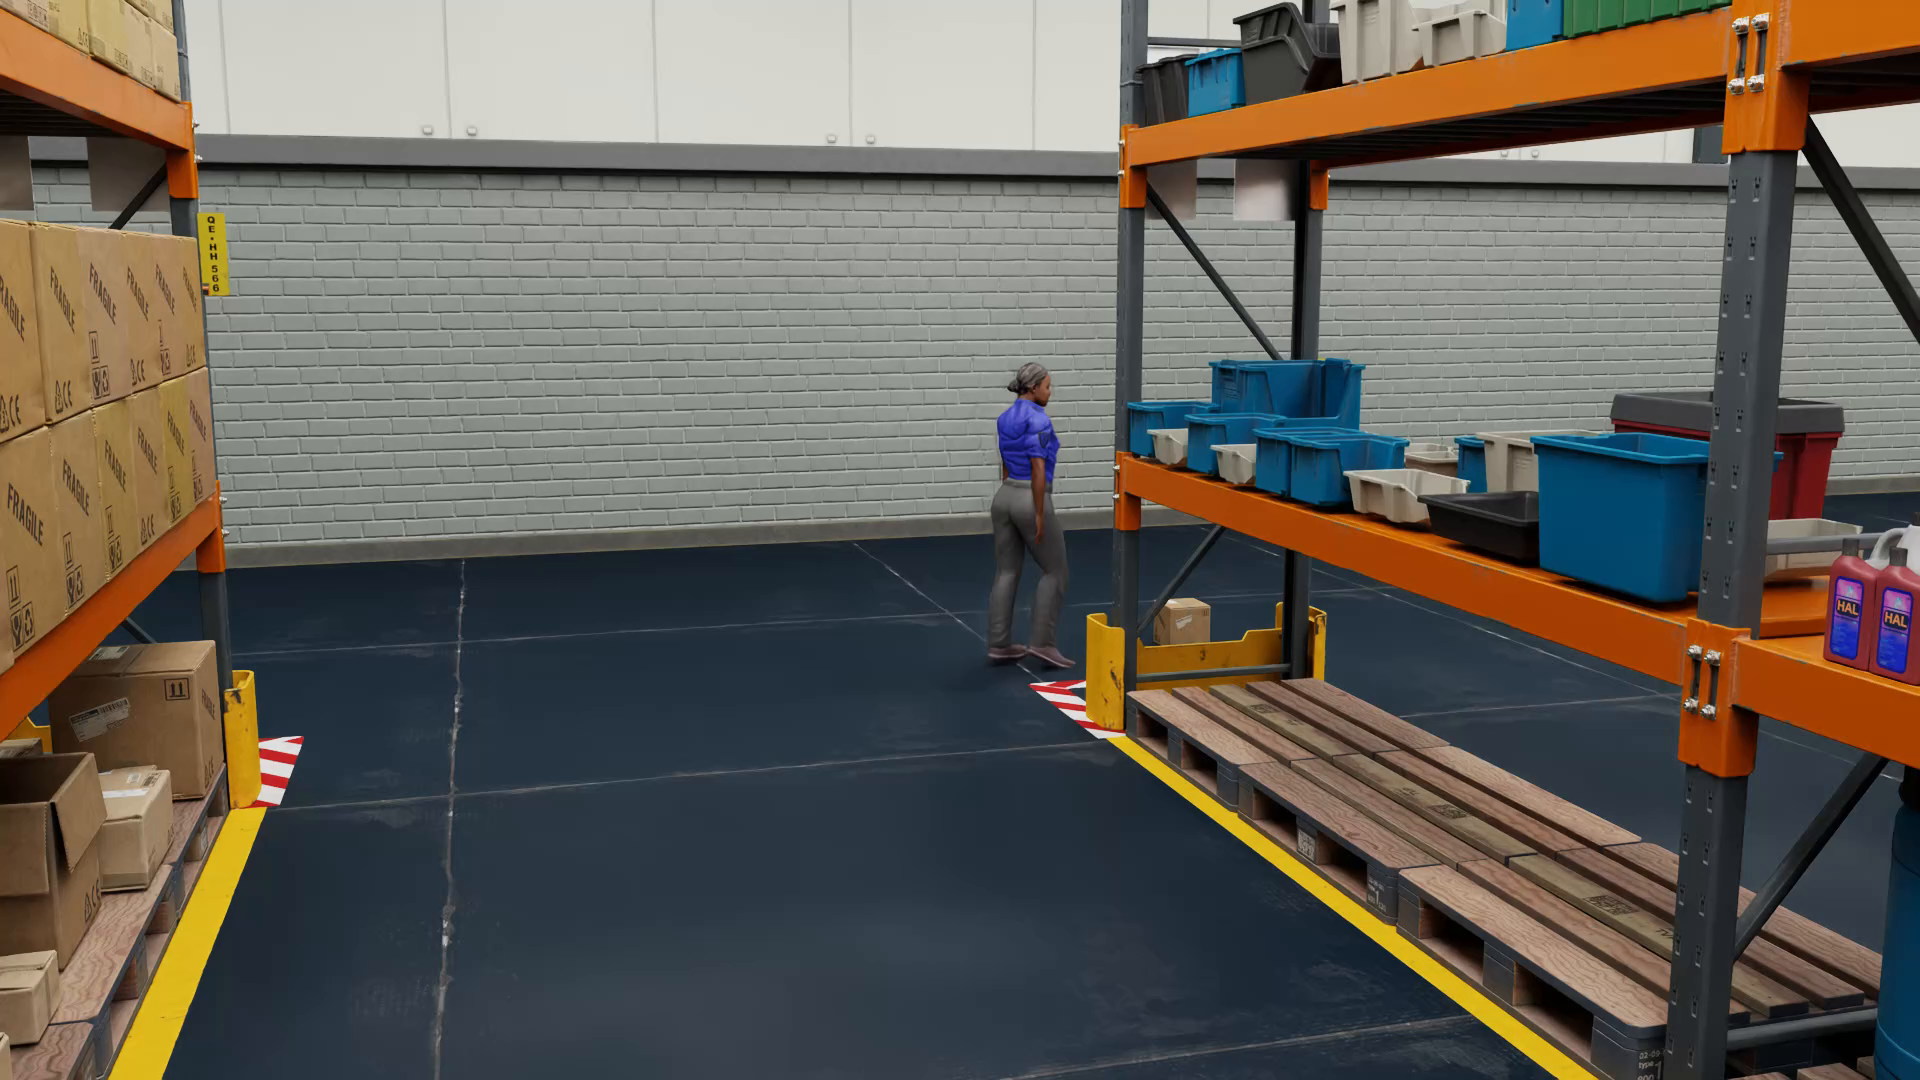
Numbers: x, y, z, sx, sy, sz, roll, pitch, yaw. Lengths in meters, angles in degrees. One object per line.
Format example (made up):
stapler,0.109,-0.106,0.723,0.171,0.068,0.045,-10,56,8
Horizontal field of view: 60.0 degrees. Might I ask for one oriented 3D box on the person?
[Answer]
person,0.351,-0.123,9.171,0.410,1.701,0.511,-8,12,-39
